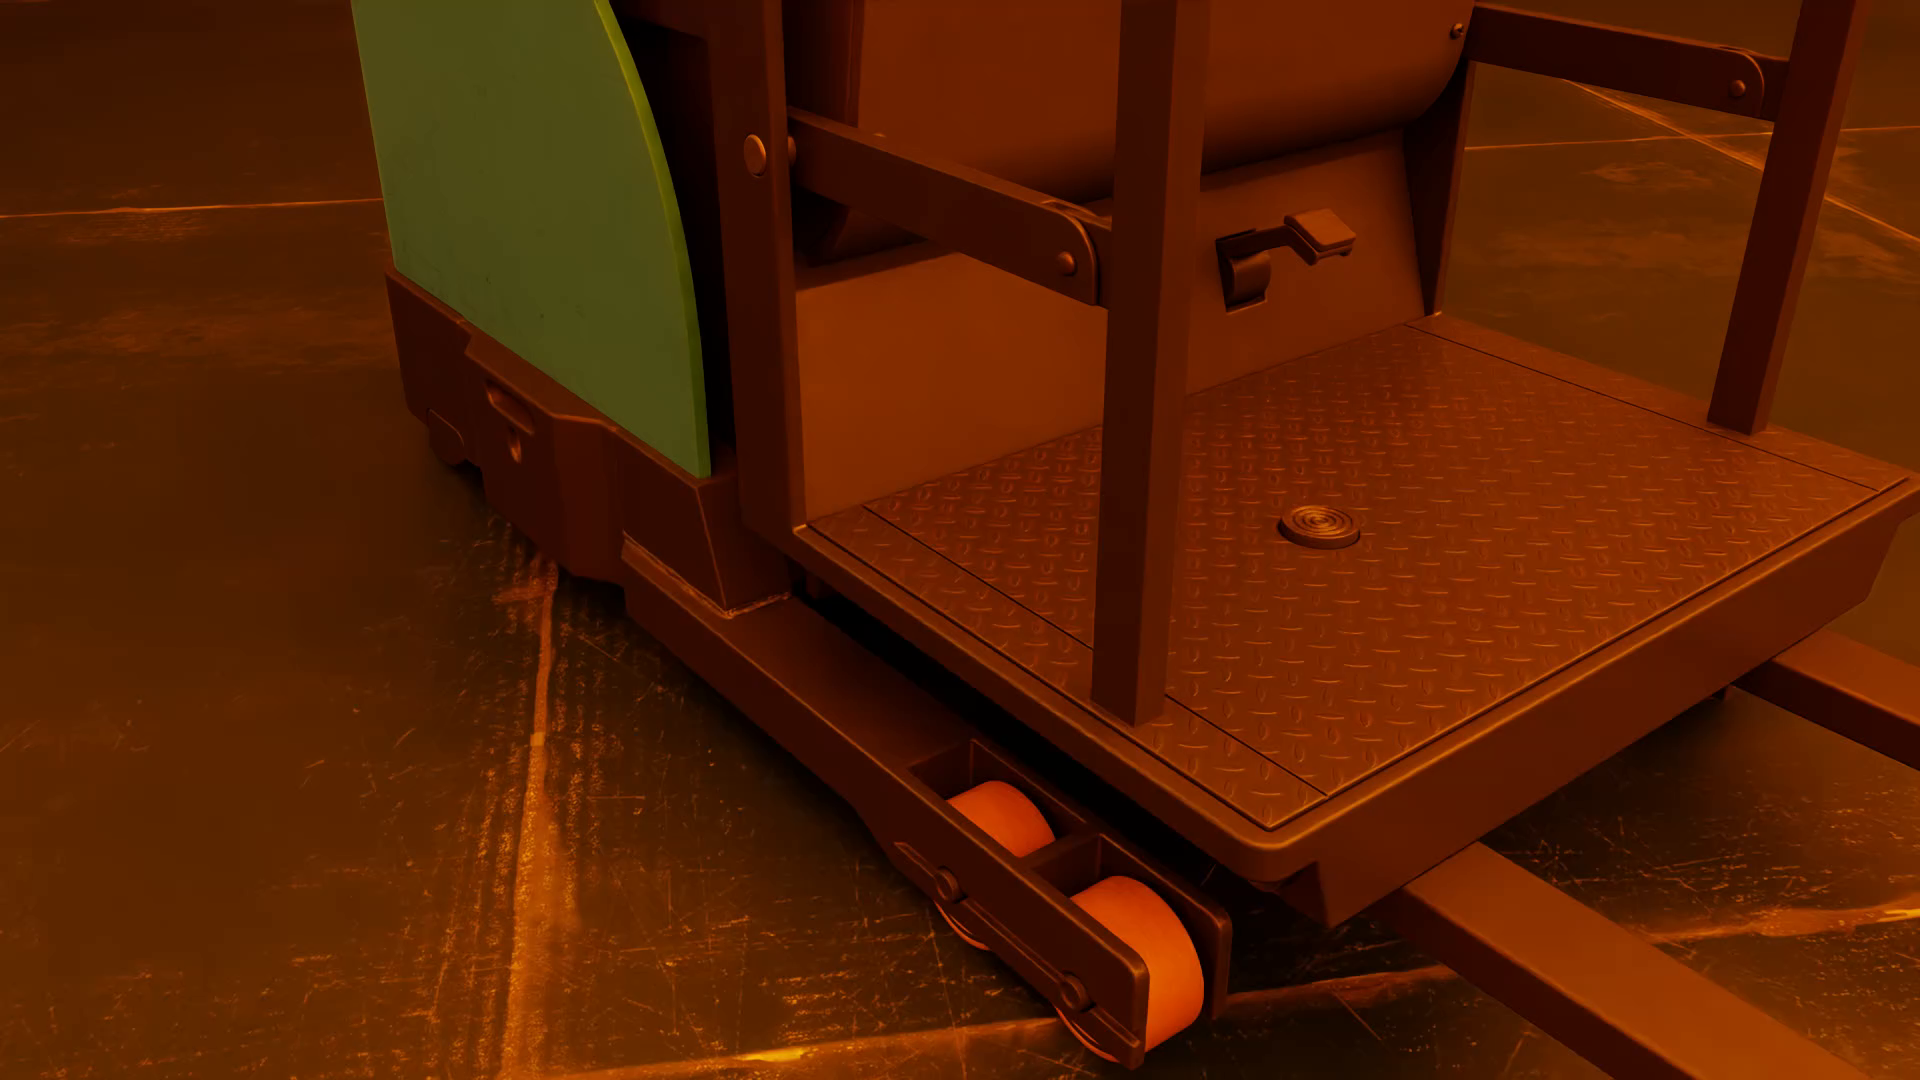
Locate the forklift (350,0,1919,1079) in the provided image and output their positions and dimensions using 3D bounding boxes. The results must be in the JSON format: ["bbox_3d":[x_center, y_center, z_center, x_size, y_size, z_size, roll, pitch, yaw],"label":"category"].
[{"bbox_3d":[0.374,-1.069,1.387,1.130,2.935,3.031,-20,34,-33],"label":"forklift"}]
